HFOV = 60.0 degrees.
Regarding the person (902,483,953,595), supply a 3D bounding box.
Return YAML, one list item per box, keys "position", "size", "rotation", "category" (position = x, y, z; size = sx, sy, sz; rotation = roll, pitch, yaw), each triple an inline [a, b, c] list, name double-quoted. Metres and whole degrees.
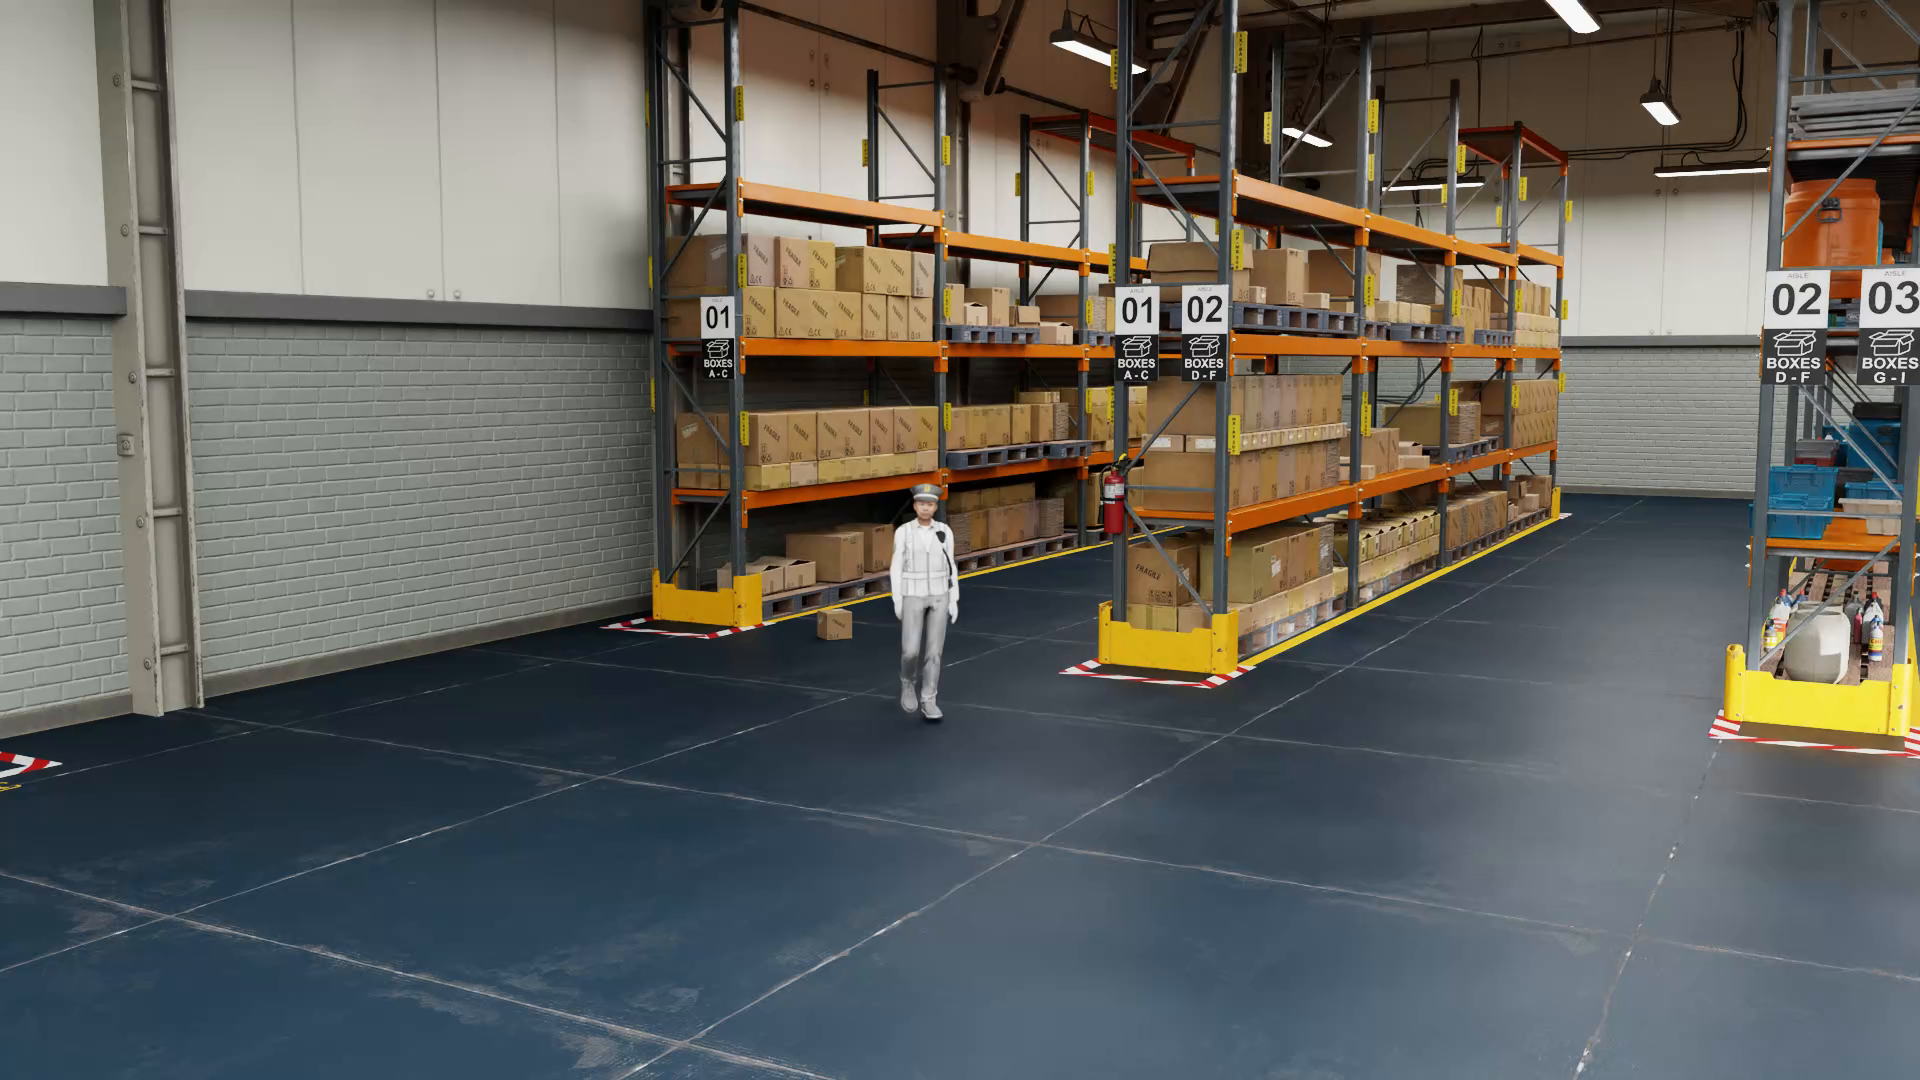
- position: [-0.235, -0.007, 11.933]
  size: [0.379, 0.810, 0.347]
  rotation: [-1, 6, -12]
  category: "person"
